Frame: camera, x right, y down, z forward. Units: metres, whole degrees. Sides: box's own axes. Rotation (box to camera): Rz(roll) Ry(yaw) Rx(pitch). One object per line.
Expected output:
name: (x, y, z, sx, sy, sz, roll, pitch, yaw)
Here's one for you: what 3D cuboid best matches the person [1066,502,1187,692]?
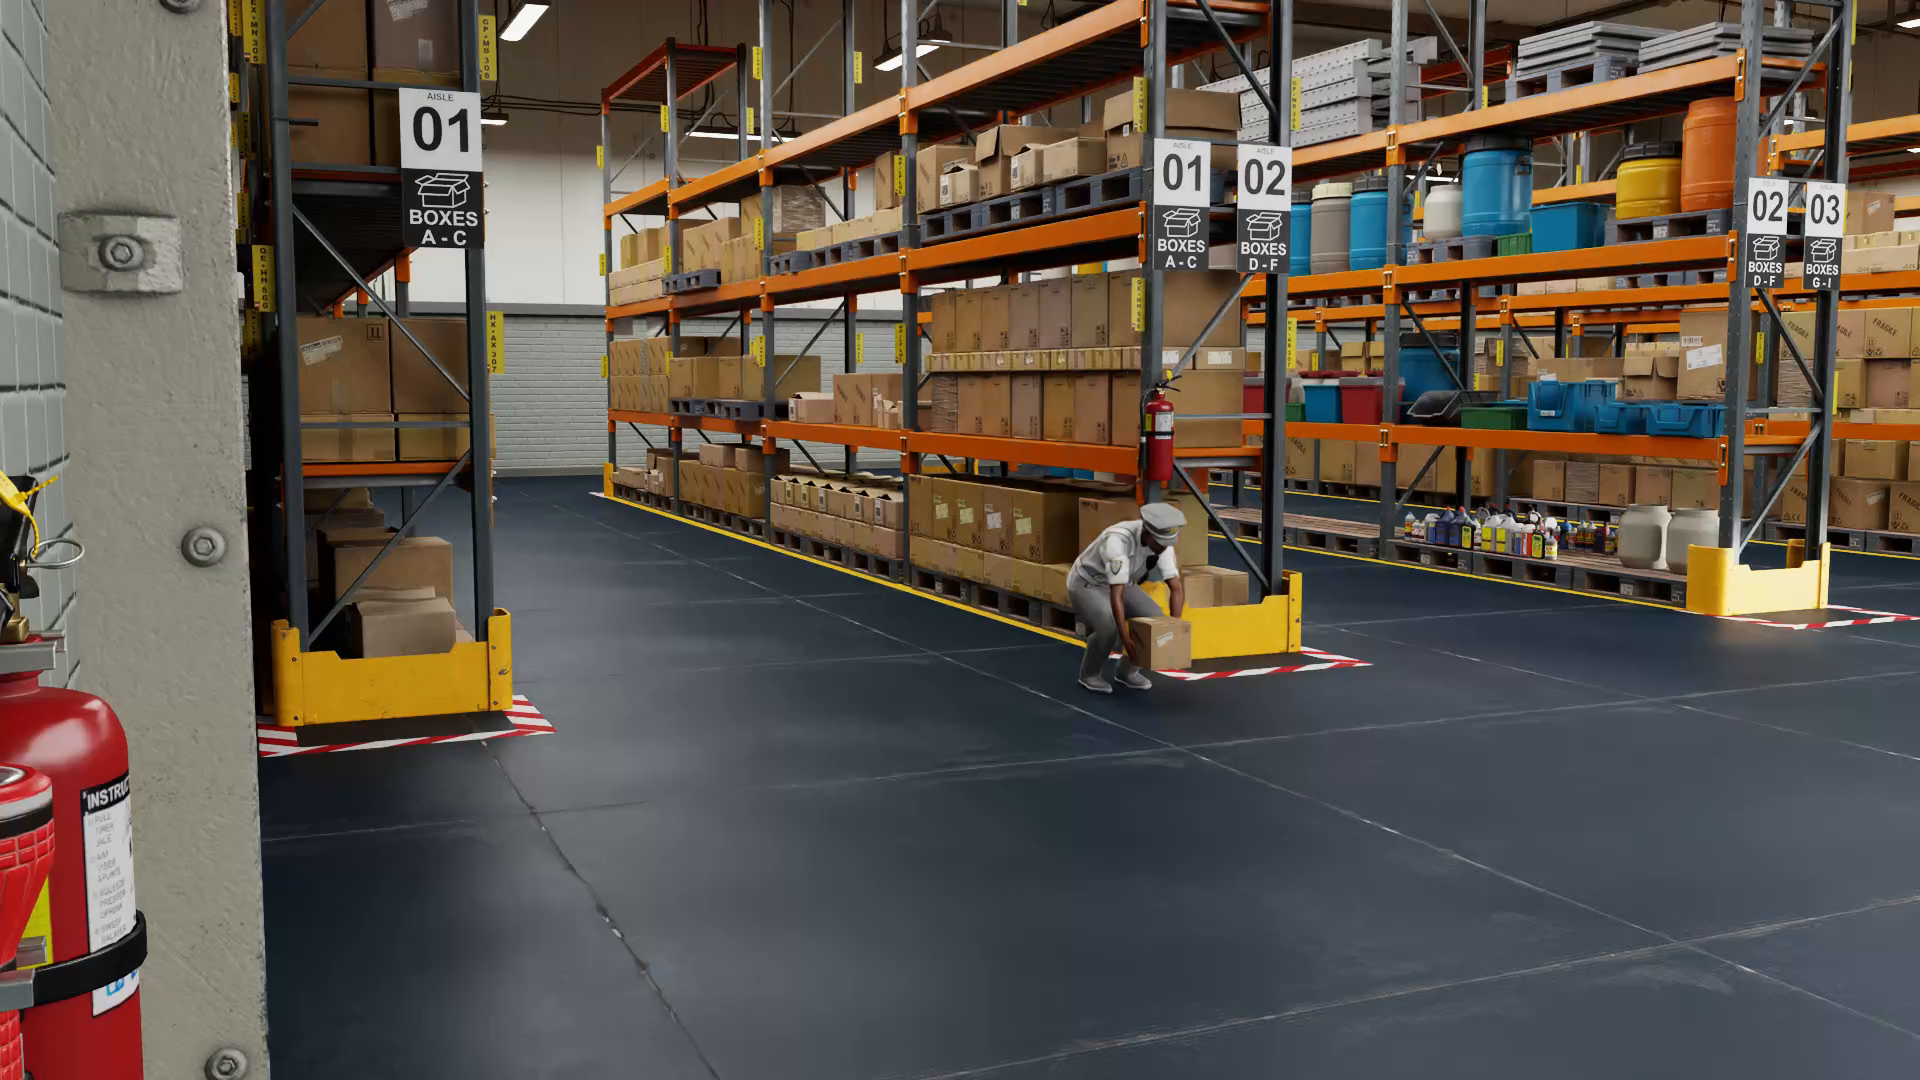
person: (0.945, 0.315, 9.292, 0.491, 1.076, 0.827, -3, 6, -25)
